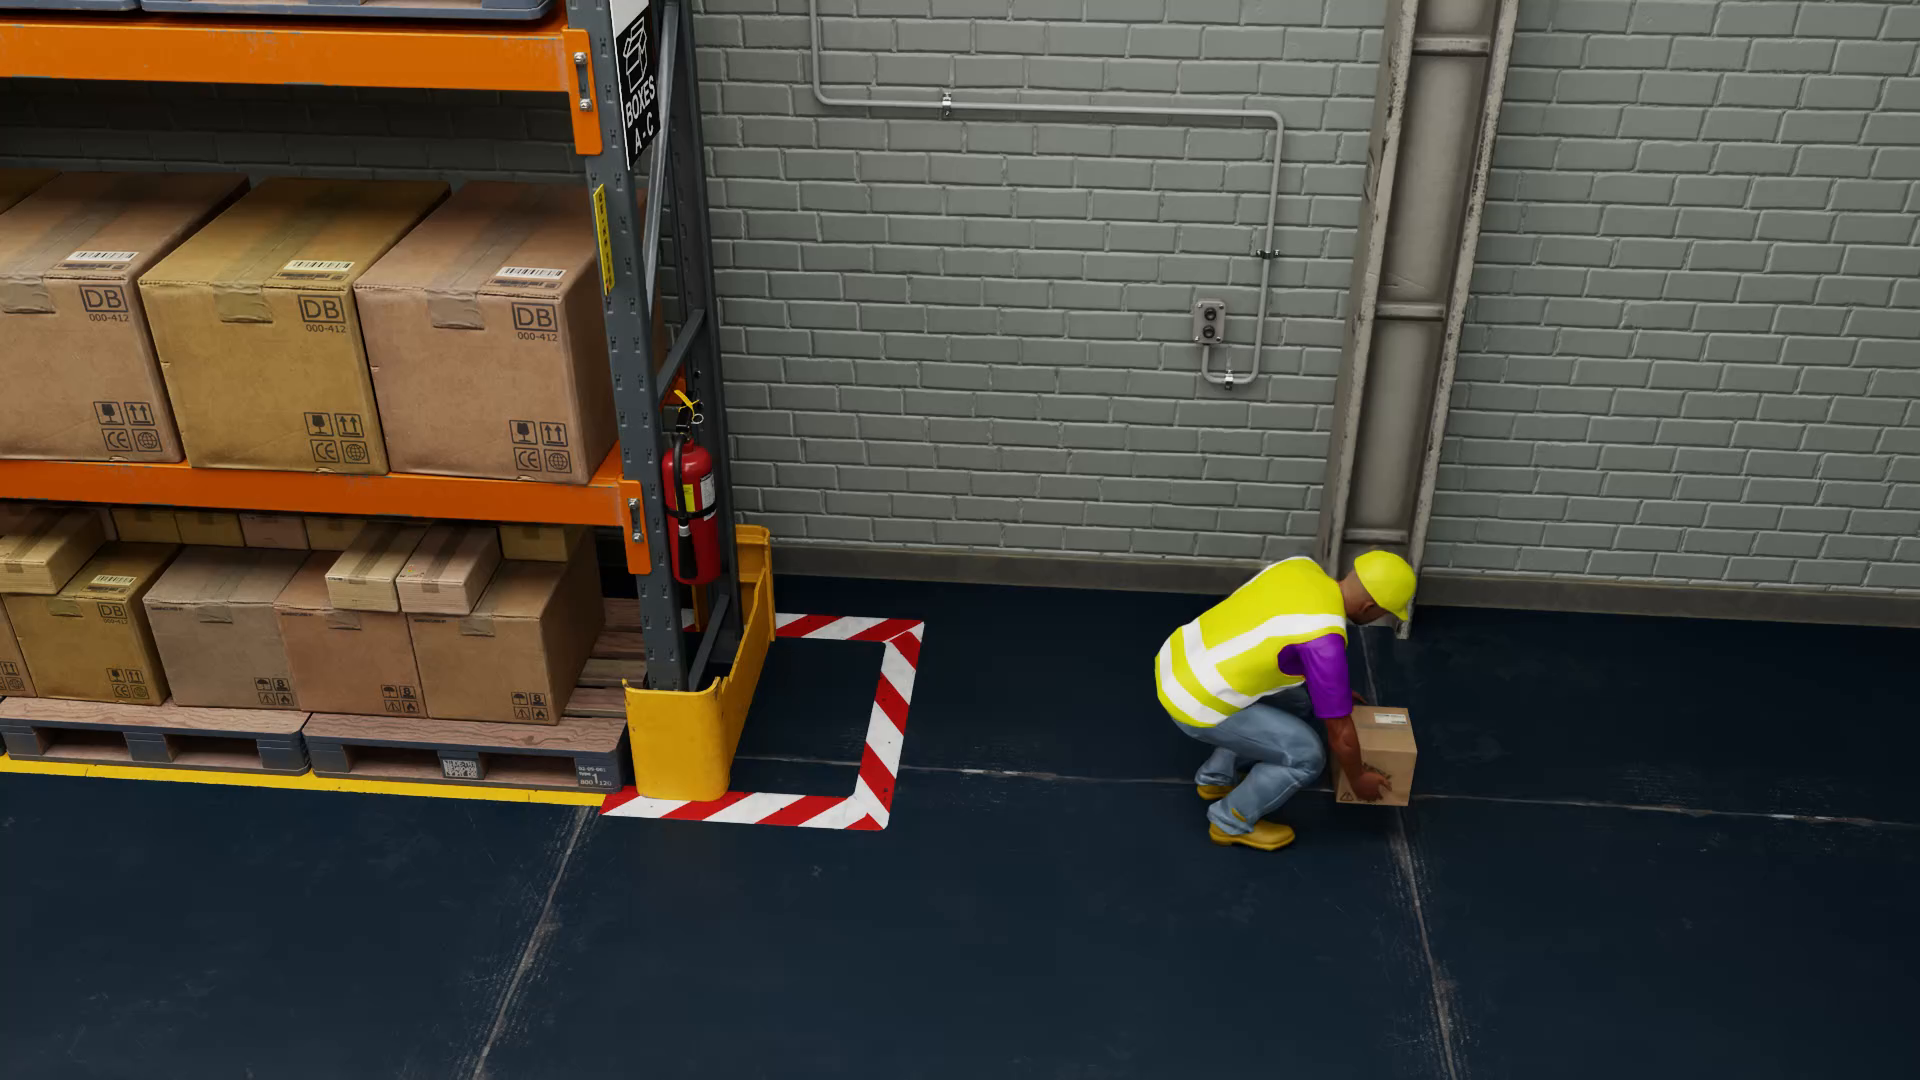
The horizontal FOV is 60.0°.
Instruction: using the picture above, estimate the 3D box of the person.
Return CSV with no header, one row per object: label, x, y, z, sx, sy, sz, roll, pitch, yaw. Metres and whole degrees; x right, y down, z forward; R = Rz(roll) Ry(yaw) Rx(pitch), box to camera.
person,1.116,0.519,5.880,0.856,1.133,0.608,2,32,4
